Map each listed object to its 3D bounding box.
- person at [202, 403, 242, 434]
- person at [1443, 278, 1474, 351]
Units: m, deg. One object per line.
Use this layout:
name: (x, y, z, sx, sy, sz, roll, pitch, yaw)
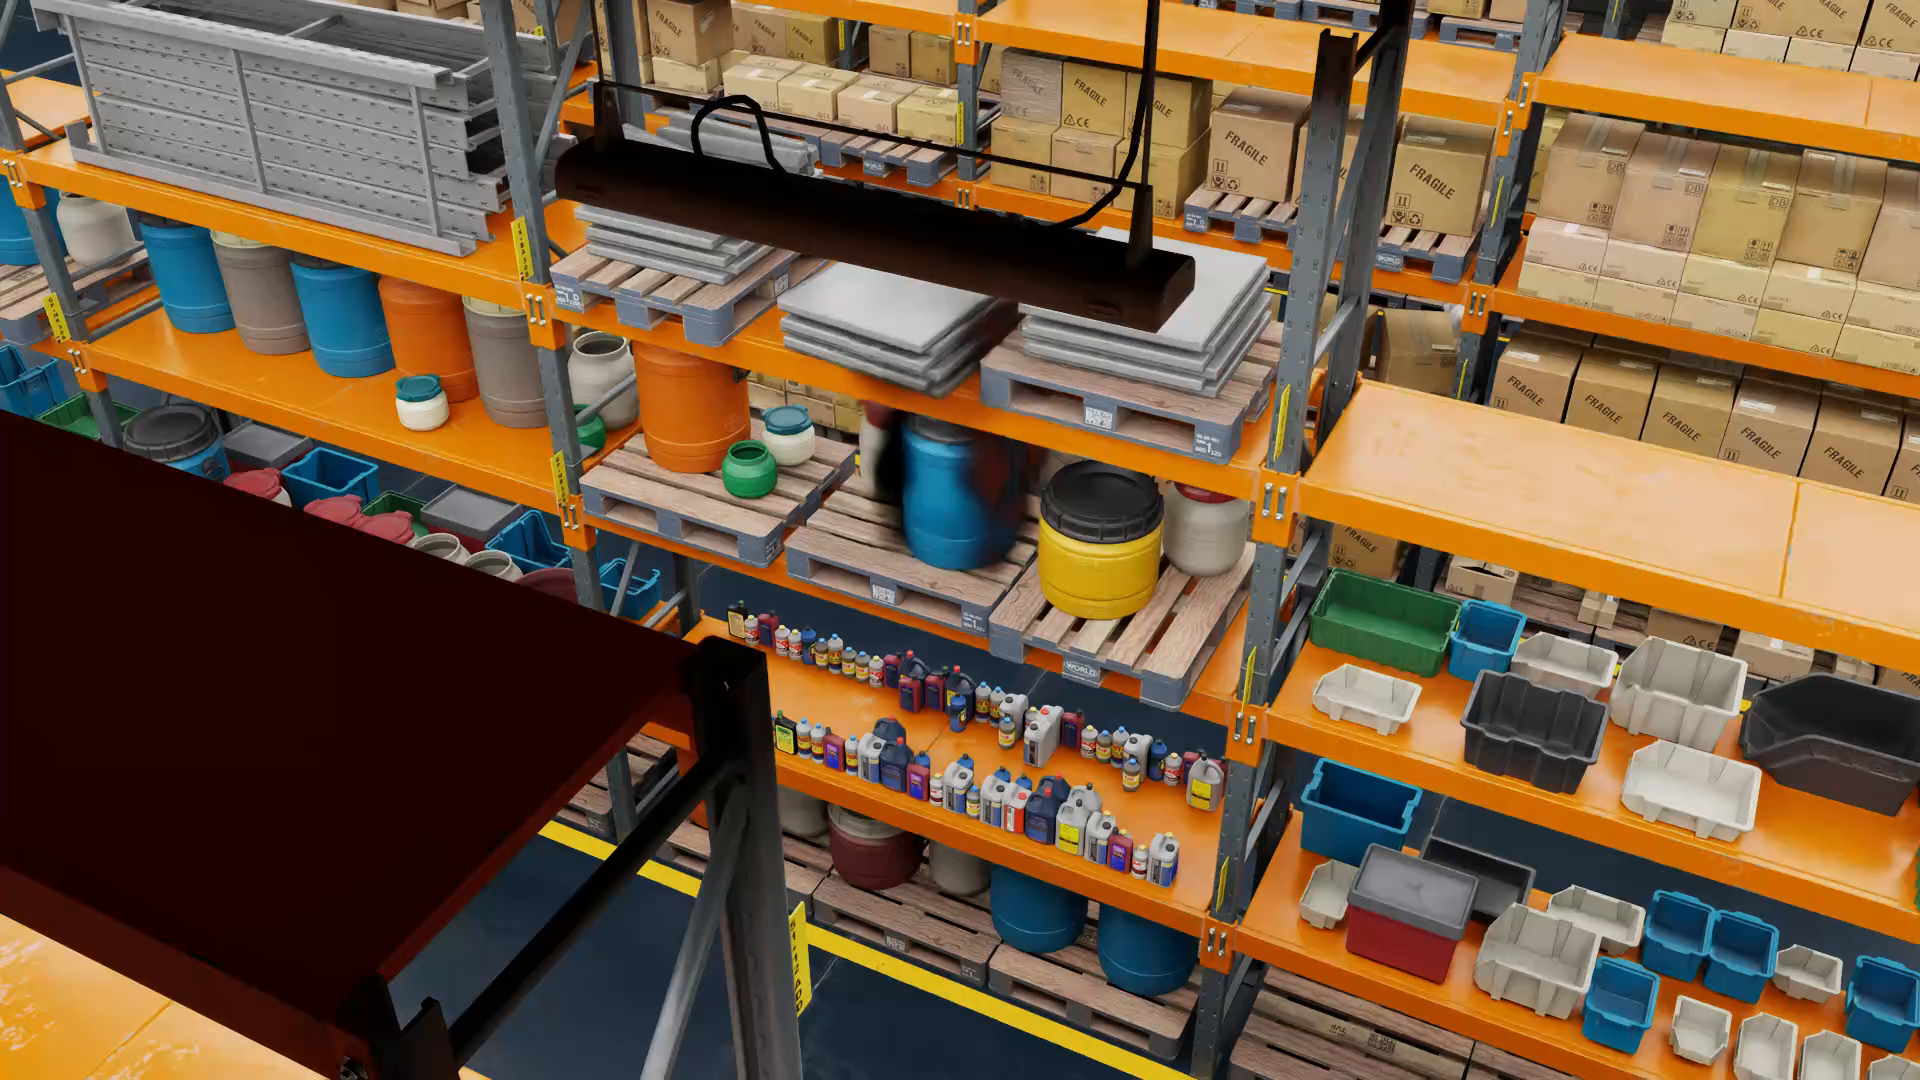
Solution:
person: (-6.400, -1.292, 14.175, 0.602, 1.781, 0.453, 18, 39, 24)
person: (4.350, -1.714, 14.768, 1.050, 1.728, 0.668, 14, 38, 20)
